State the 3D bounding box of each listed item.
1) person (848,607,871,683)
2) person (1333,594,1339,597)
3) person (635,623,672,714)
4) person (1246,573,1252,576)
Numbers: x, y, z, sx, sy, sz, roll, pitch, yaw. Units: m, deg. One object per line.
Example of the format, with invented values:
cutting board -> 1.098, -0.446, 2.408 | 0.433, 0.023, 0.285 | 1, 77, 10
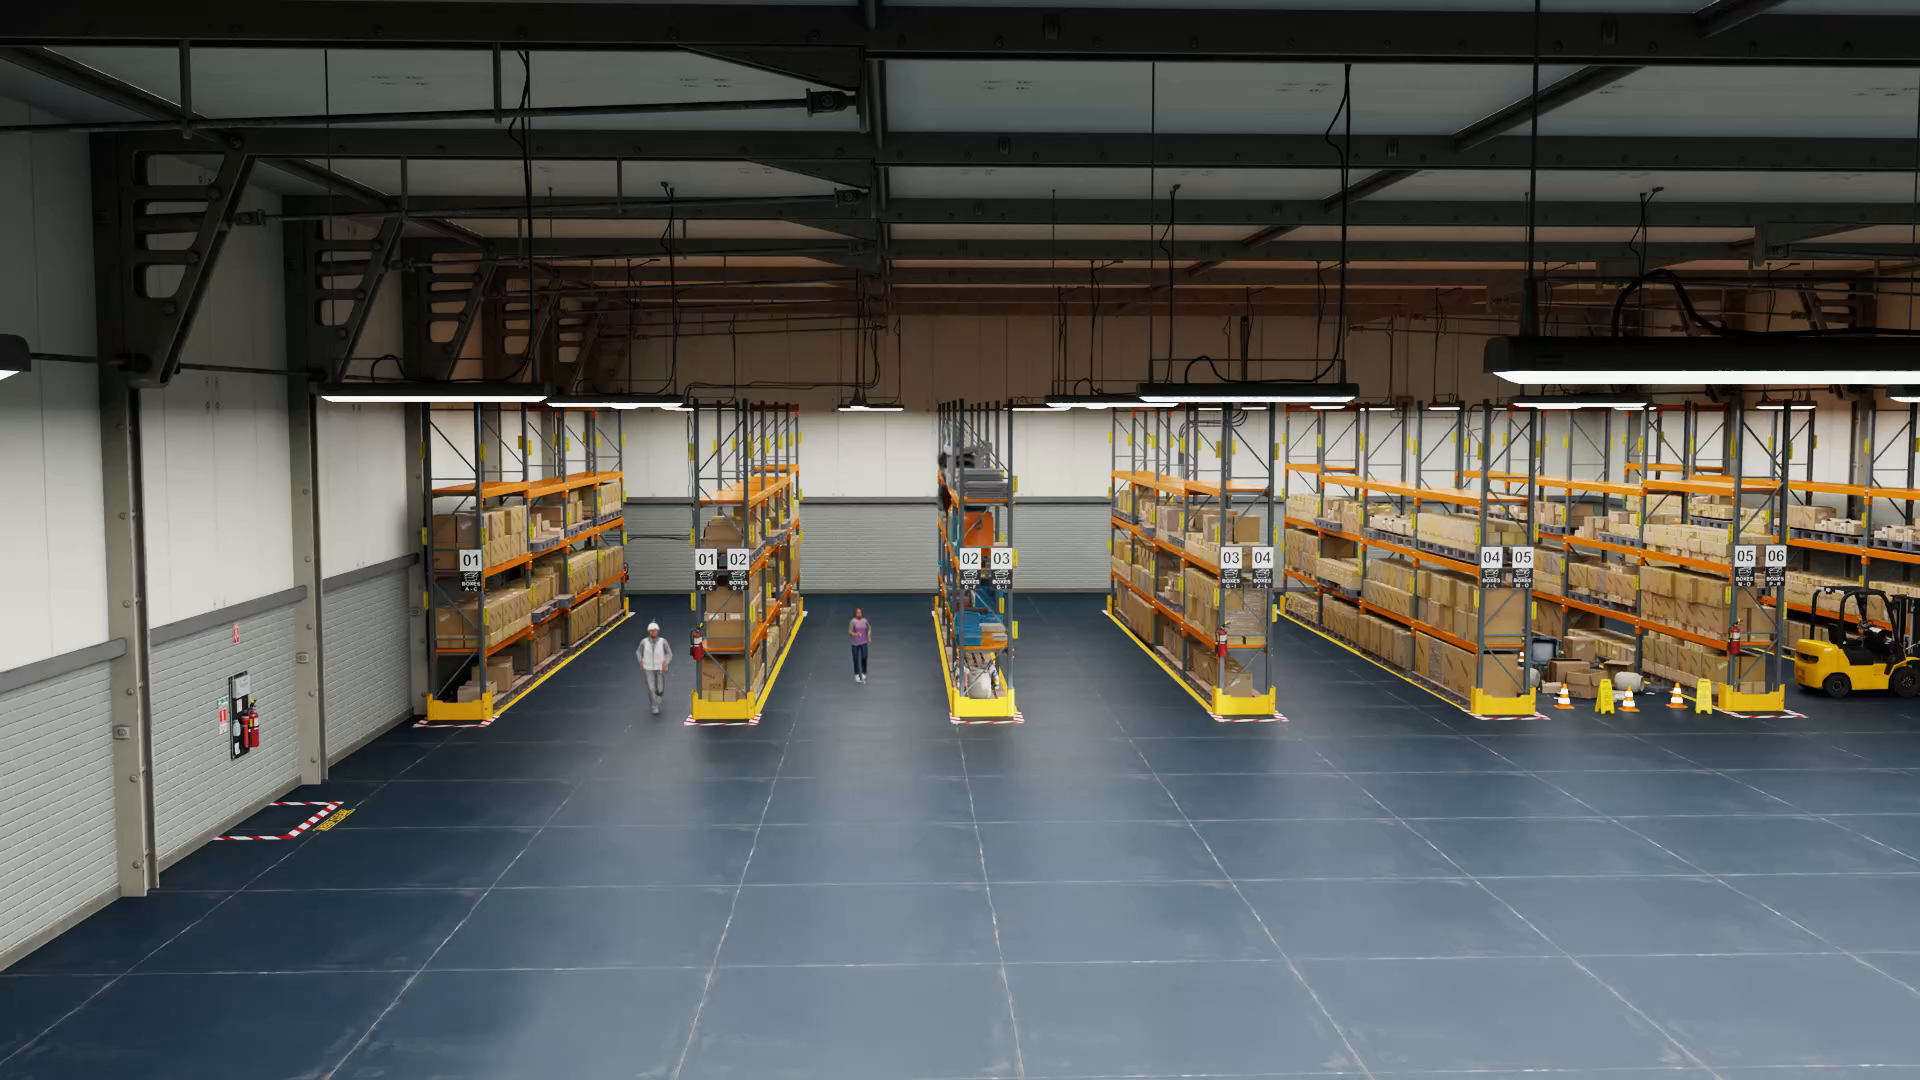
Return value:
person -> -2.128, 2.243, 35.384 | 0.508, 1.590, 0.667 | -1, 4, -8
person -> 11.056, 1.198, 48.335 | 0.722, 1.725, 0.765 | -2, 5, -19
person -> -5.858, 2.440, 31.822 | 0.691, 1.743, 0.678 | -1, 4, -8
person -> 8.731, 1.218, 49.007 | 0.597, 1.641, 0.785 | 2, 5, 29
